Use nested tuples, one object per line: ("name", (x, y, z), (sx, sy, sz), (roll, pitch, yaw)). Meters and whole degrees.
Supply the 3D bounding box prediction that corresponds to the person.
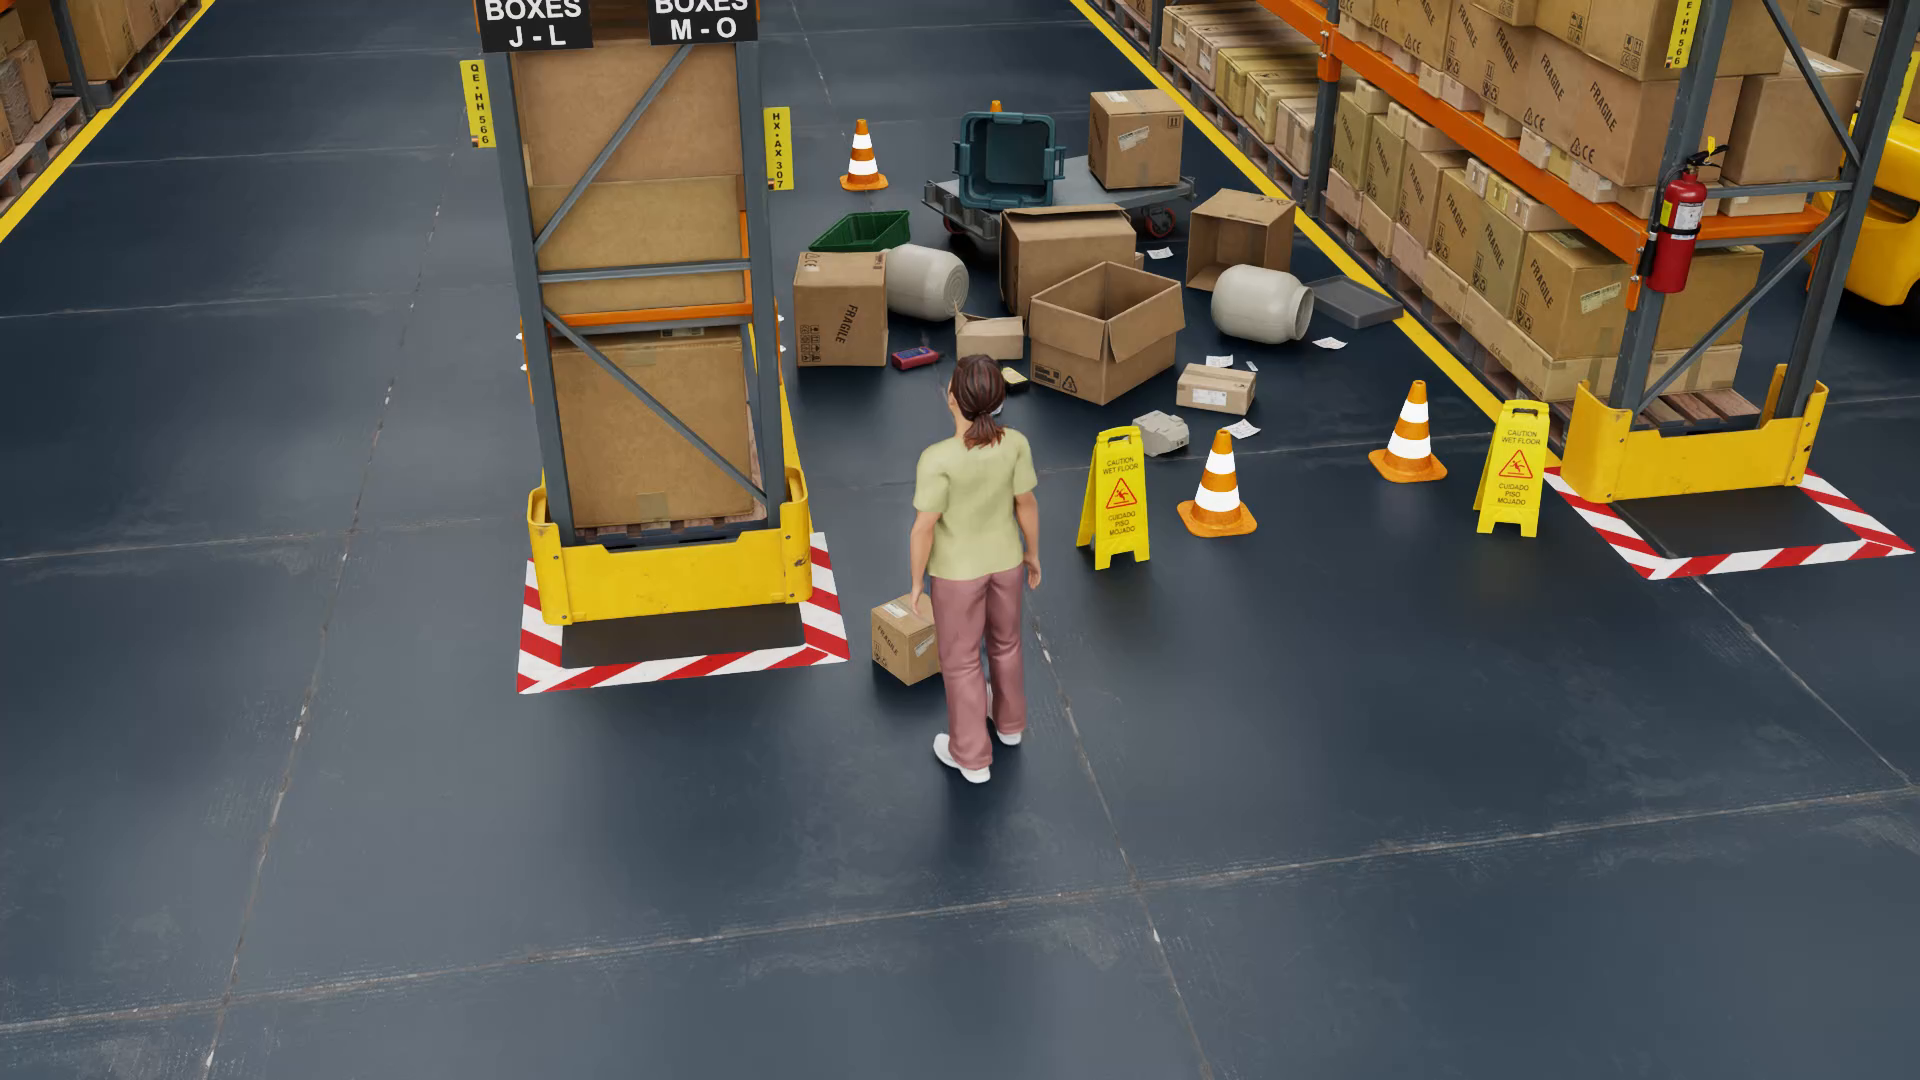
("person", (0.024, 0.086, 5.961), (0.511, 1.670, 0.457), (-14, 33, -22))
